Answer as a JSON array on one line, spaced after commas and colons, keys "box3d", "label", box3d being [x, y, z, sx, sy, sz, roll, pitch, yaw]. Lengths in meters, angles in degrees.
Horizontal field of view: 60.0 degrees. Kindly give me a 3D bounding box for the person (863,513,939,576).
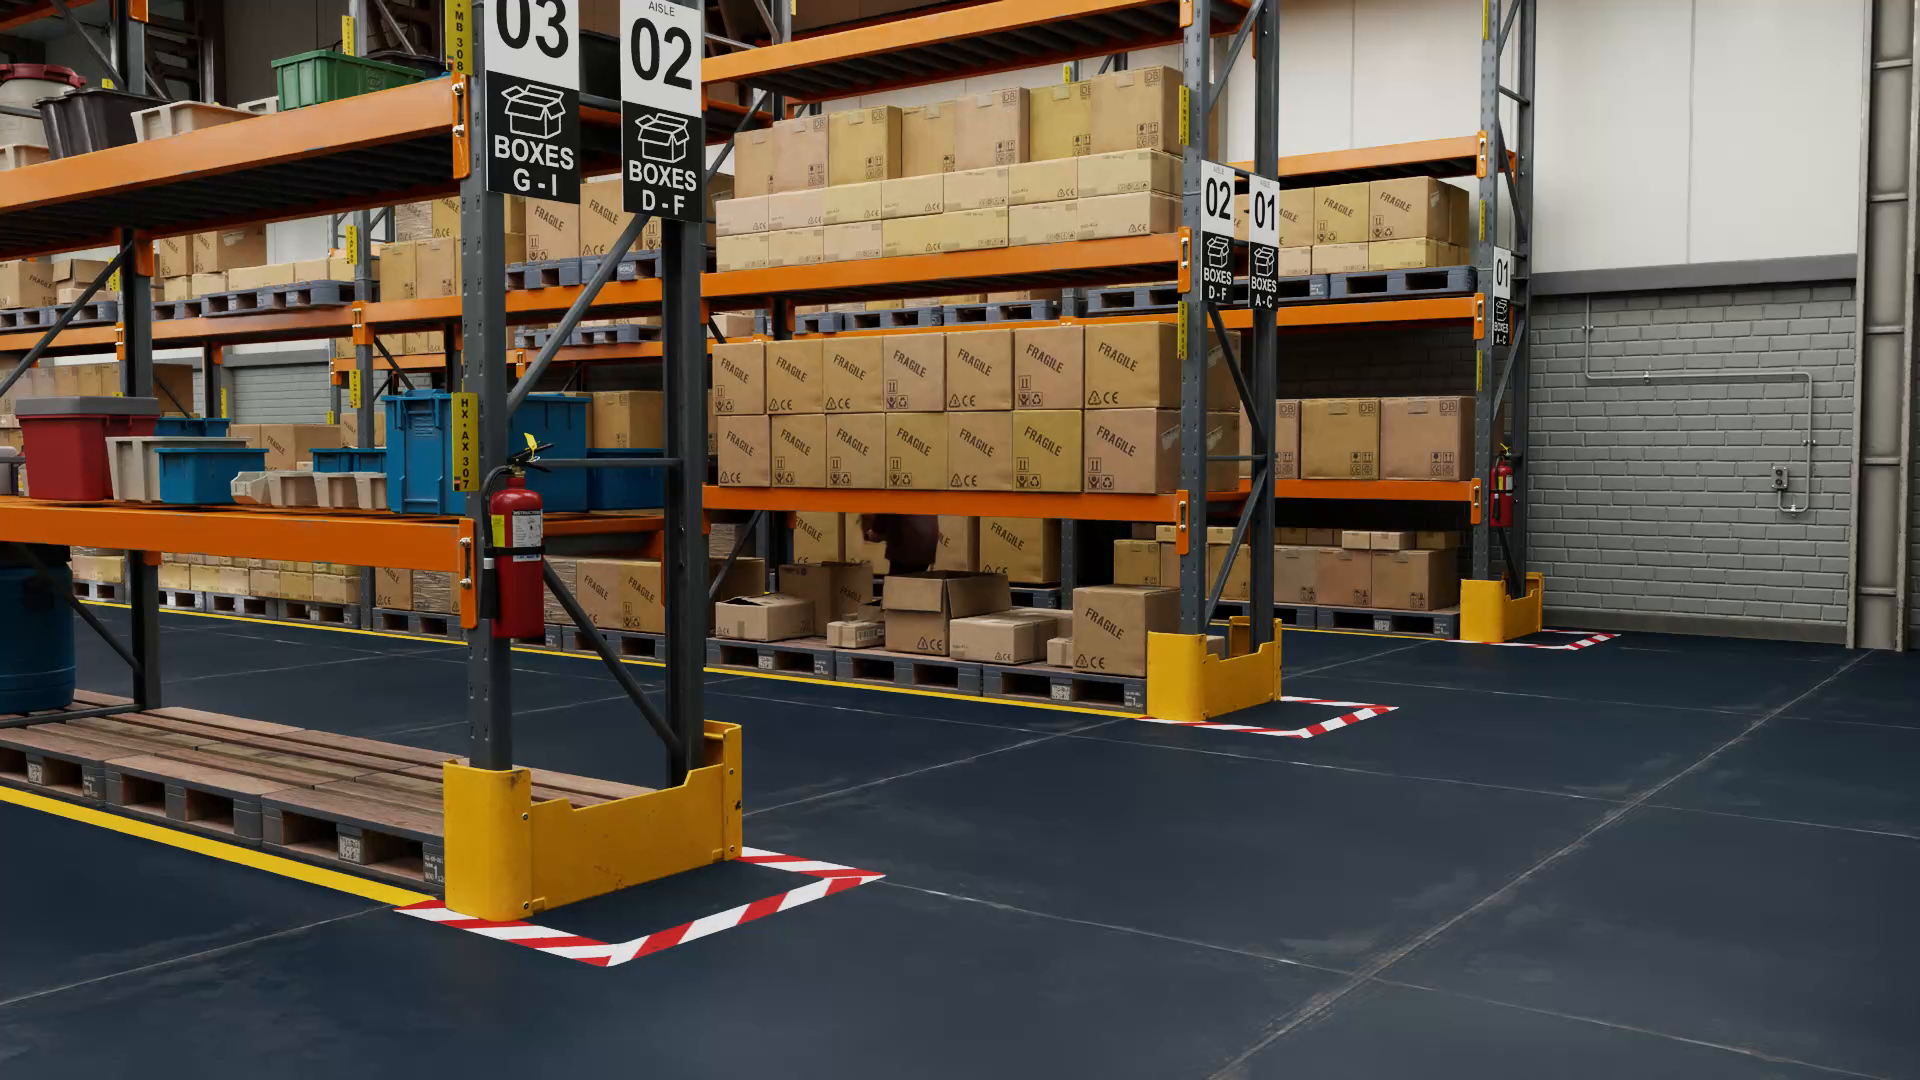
[{"box3d": [-0.463, -0.044, 13.355, 0.584, 1.770, 0.525, 2, 4, 32], "label": "person"}]
